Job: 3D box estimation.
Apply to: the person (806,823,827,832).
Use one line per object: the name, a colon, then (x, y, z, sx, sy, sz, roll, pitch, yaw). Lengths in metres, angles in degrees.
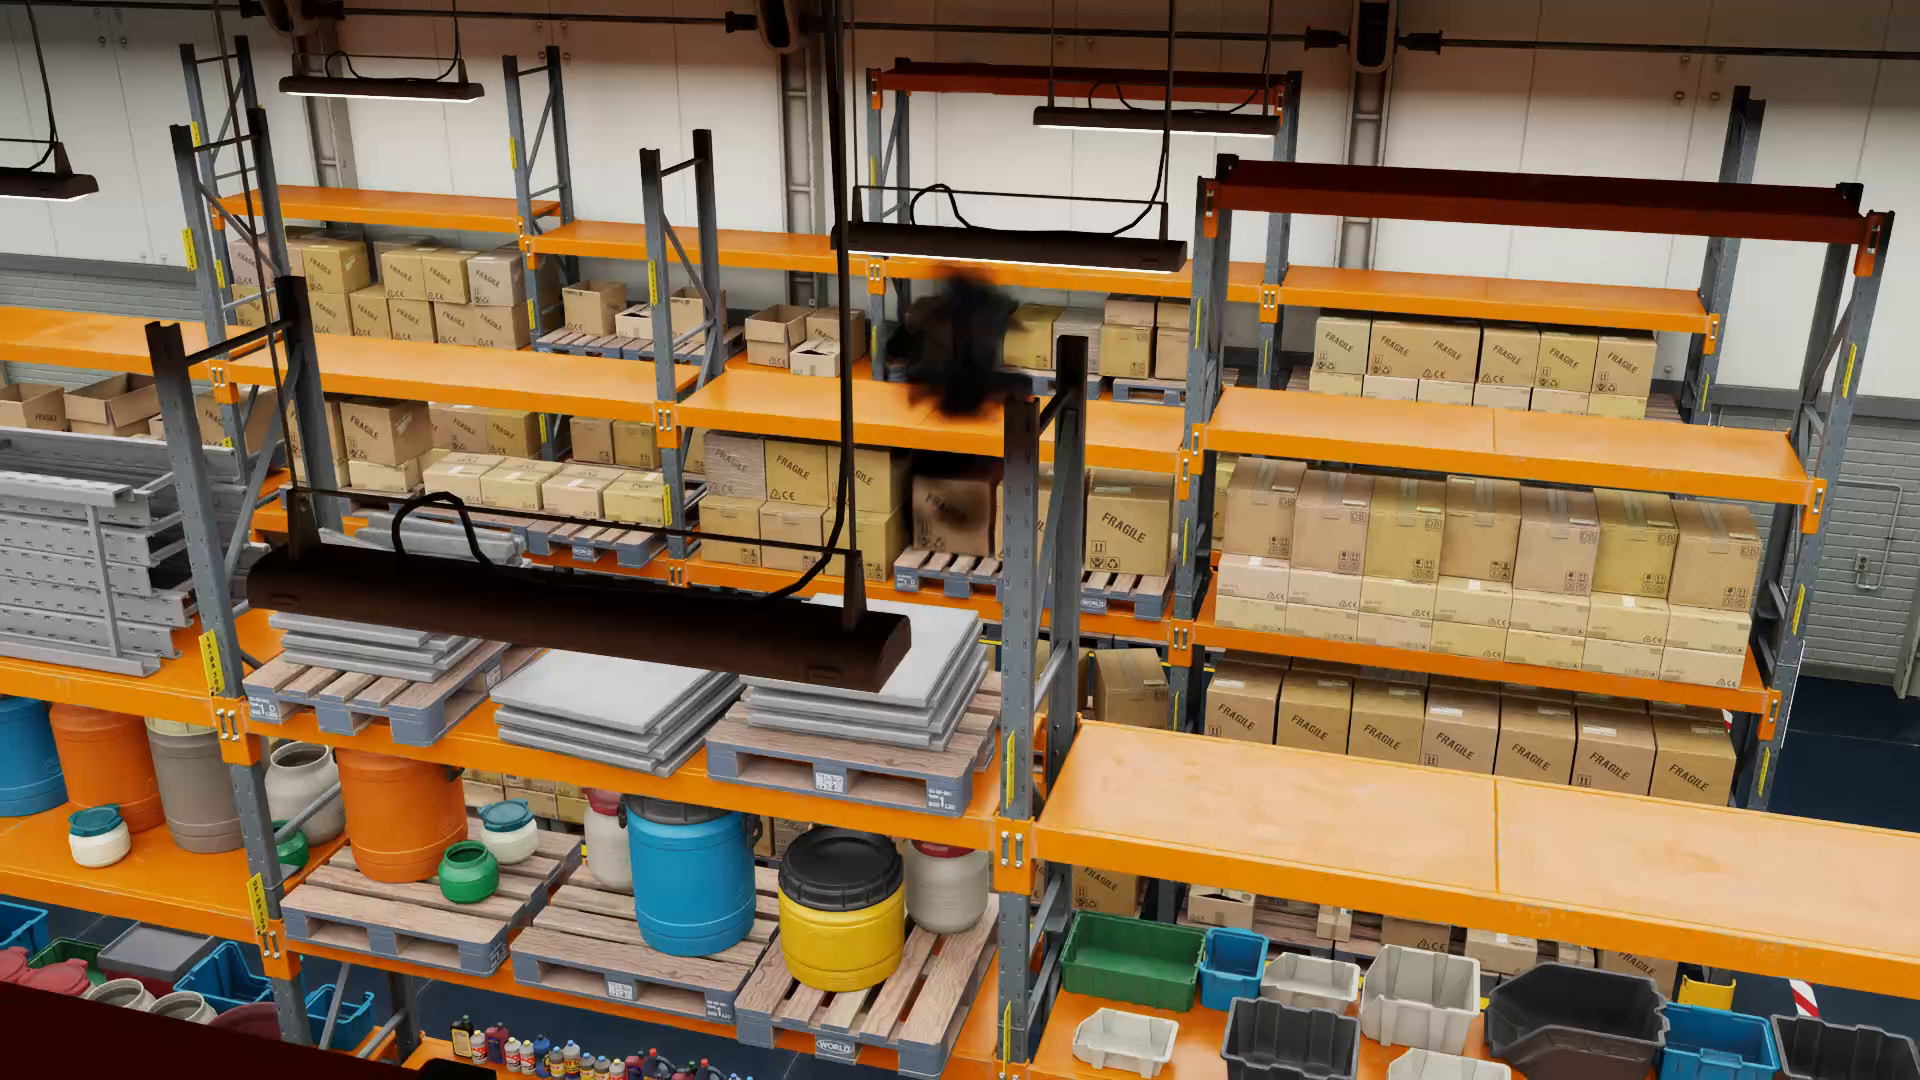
person: (-0.888, 2.649, 11.426, 0.776, 1.737, 0.576, 5, 23, 13)
